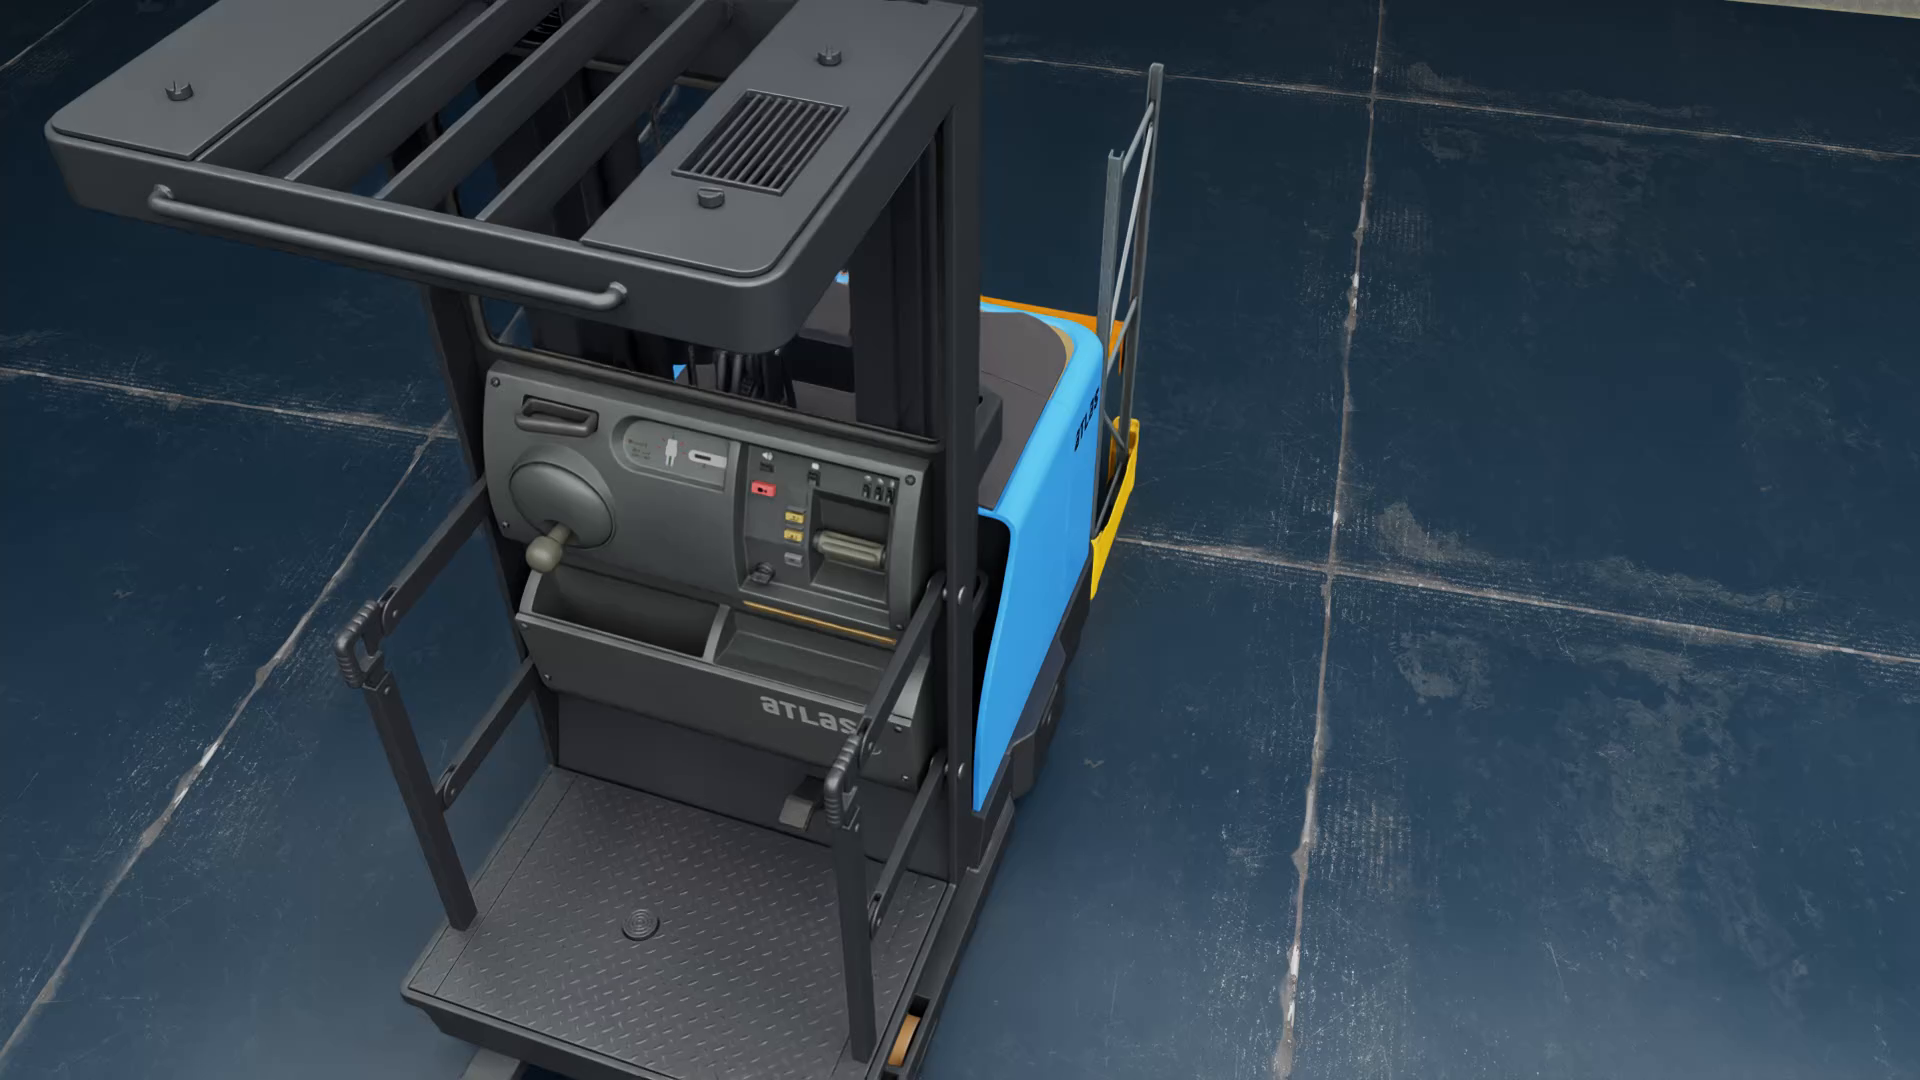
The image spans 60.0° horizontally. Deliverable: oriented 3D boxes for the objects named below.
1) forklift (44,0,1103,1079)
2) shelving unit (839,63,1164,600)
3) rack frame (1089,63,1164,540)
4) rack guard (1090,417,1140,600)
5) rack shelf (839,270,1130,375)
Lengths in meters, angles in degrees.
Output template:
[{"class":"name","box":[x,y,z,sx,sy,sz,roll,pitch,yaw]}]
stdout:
[{"class":"forklift","box":[-0.585,0.018,3.118,1.130,2.935,3.031,14,46,14]},{"class":"shelving unit","box":[-0.027,-0.658,4.852,1.083,1.500,0.587,12,45,12]},{"class":"rack frame","box":[0.450,-0.554,4.744,0.032,1.500,0.500,12,45,12]},{"class":"rack guard","box":[0.449,-0.104,5.178,0.087,0.250,0.587,12,45,12]},{"class":"rack shelf","box":[-0.035,-0.530,4.978,1.000,0.185,0.538,12,45,12]}]
